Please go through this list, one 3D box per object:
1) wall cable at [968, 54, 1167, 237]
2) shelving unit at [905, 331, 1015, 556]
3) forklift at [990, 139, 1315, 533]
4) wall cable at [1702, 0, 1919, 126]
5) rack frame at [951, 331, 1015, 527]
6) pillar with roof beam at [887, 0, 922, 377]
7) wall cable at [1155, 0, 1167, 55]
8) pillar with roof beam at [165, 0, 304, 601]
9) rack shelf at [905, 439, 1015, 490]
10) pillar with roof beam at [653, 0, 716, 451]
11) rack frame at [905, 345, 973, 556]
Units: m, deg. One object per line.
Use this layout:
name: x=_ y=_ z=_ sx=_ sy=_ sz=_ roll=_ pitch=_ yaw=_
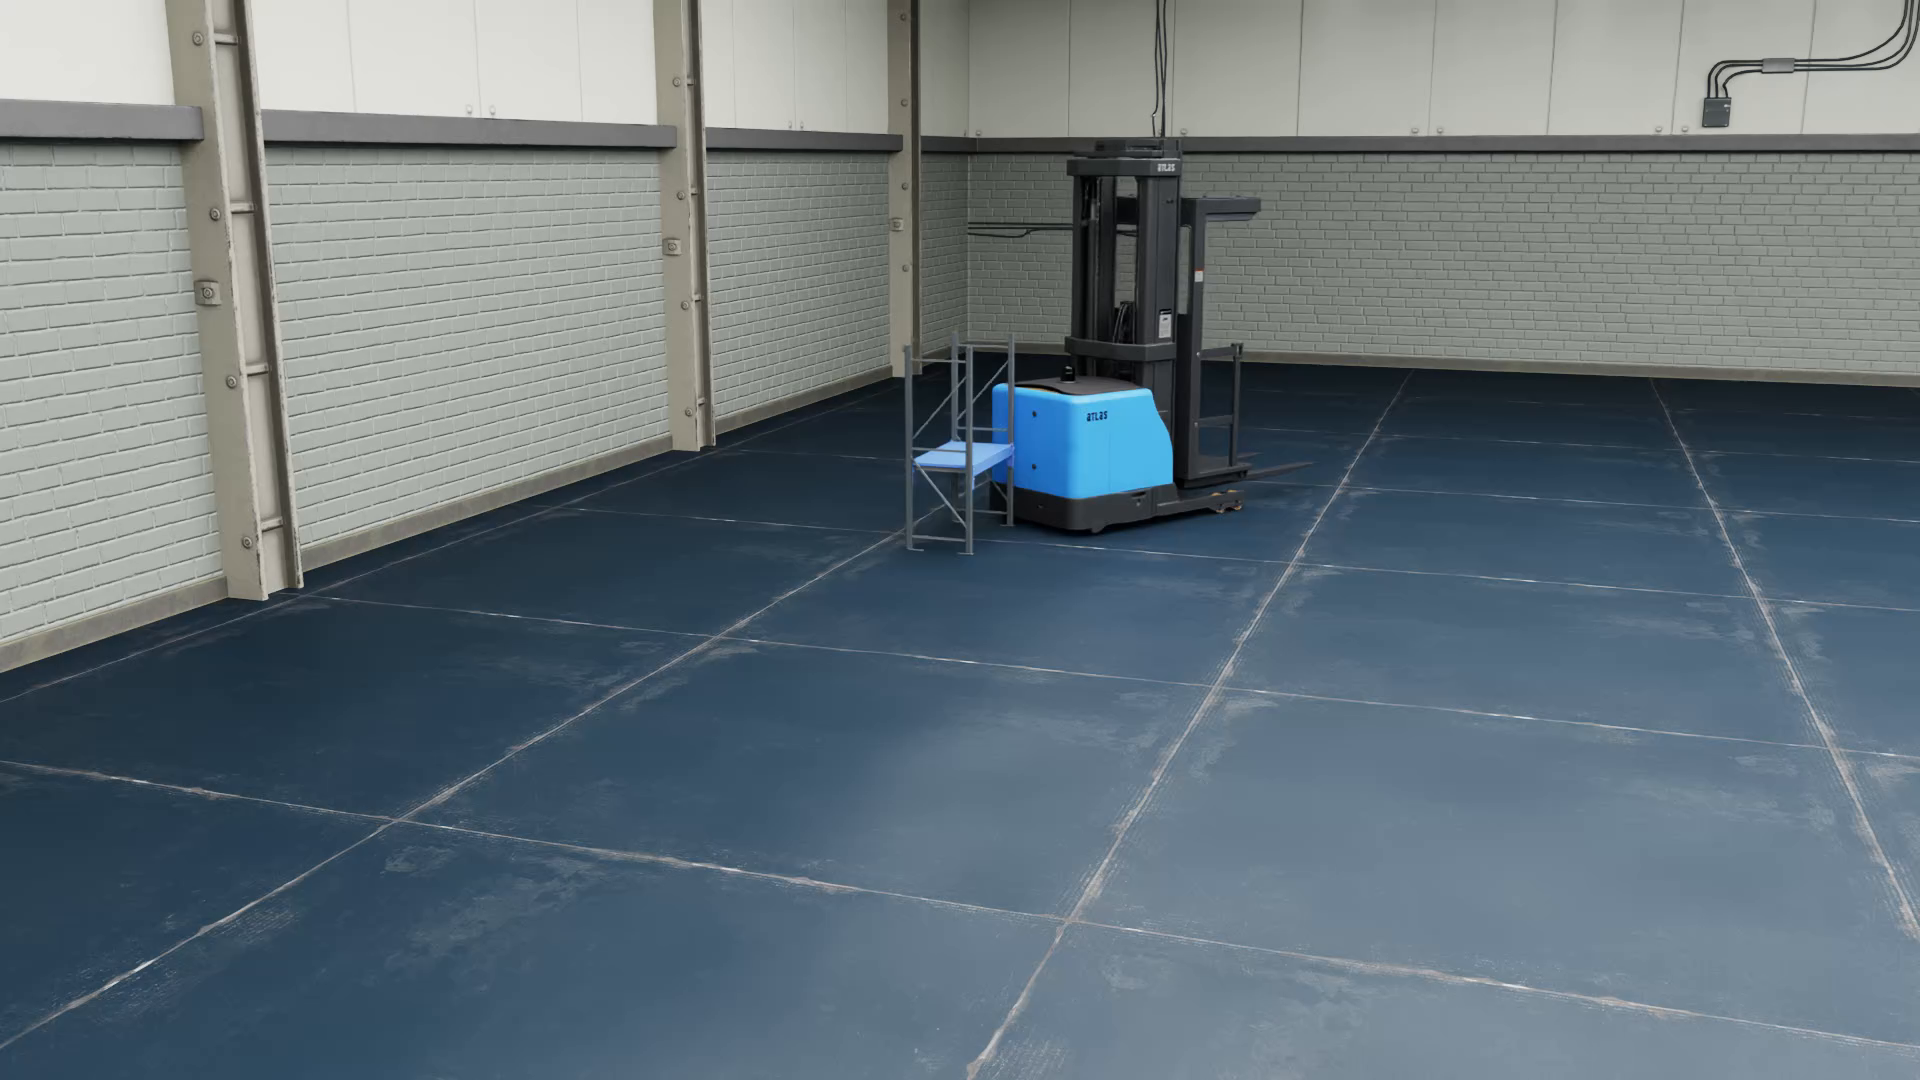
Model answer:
wall cable: x=1.491 y=-5.585 z=23.711 sx=3.097 sy=2.526 sz=0.112 roll=4 pitch=14 yaw=18
shelving unit: x=0.011 y=-0.746 z=12.386 sx=0.538 sy=1.500 sz=1.048 roll=4 pitch=14 yaw=18
forklift: x=1.697 y=-1.725 z=13.457 sx=3.031 sy=2.935 sz=1.130 roll=-10 pitch=16 yaw=-38
wall cable: x=10.469 y=-8.070 z=19.978 sx=2.305 sy=6.003 sz=0.169 roll=4 pitch=14 yaw=18
rack frame: x=0.174 y=-0.853 z=12.856 sx=0.500 sy=1.500 sz=0.032 roll=4 pitch=14 yaw=18
pillar with roof beam: x=3.360 y=-6.263 z=19.707 sx=9.100 sy=9.000 sz=0.400 roll=4 pitch=14 yaw=18
wall cable: x=4.051 y=-7.852 z=22.296 sx=3.097 sy=2.526 sz=0.112 roll=4 pitch=14 yaw=18
pillar with roof beam: x=-0.523 y=-3.737 z=8.637 sx=9.100 sy=9.000 sz=0.400 roll=4 pitch=14 yaw=18
rack shelf: x=0.011 y=-0.571 z=12.426 sx=0.538 sy=0.185 sz=1.000 roll=4 pitch=14 yaw=18
pillar with roof beam: x=1.419 y=-5.000 z=14.172 sx=9.100 sy=9.000 sz=0.400 roll=4 pitch=14 yaw=18
rack frame: x=-0.151 y=-0.639 z=11.917 sx=0.500 sy=1.500 sz=0.032 roll=4 pitch=14 yaw=18
